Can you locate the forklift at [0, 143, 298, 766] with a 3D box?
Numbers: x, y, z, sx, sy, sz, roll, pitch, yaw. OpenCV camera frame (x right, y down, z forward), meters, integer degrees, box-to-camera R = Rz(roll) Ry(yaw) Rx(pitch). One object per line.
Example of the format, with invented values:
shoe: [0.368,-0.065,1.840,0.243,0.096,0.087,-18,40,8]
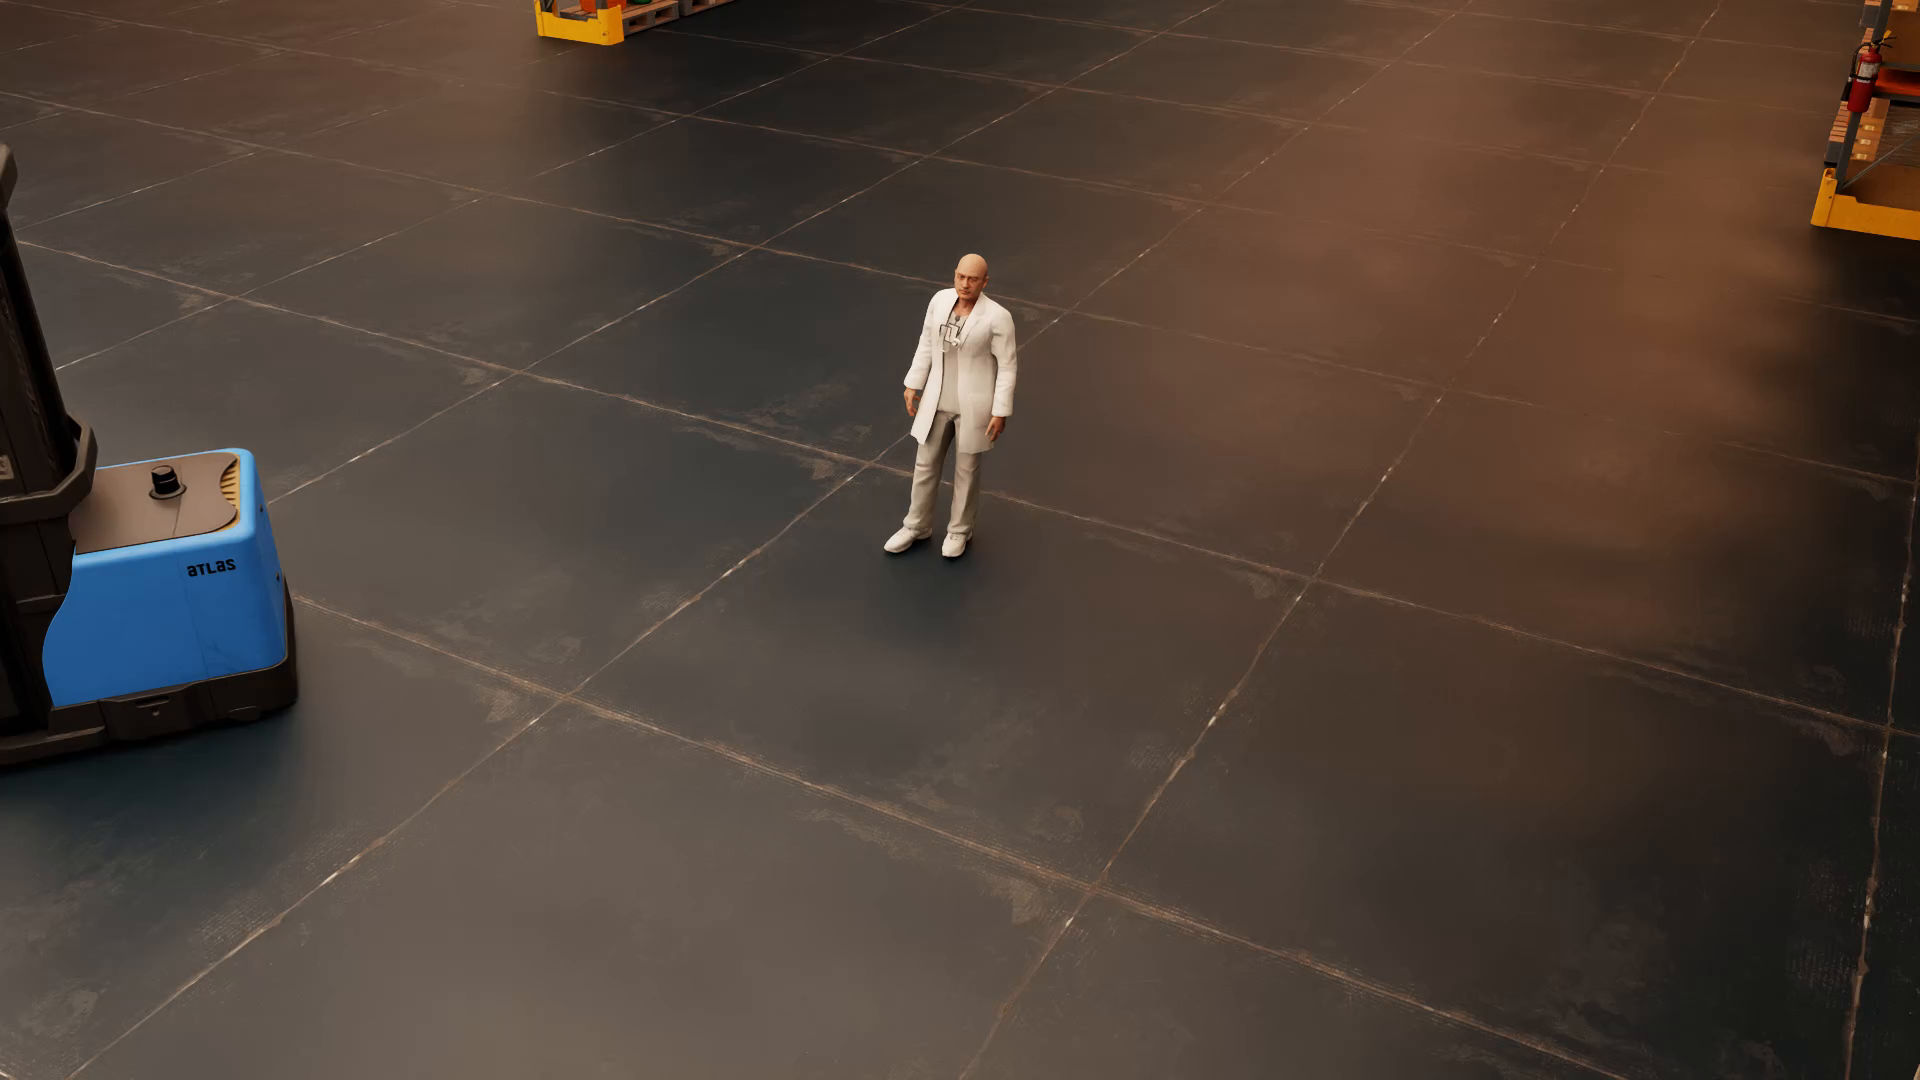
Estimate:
forklift: [-4.953,-0.354,7.684,3.031,2.935,1.130,-11,32,-18]

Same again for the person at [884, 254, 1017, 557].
person: [-0.048,-0.738,9.487,0.698,1.778,0.578,15,33,25]
